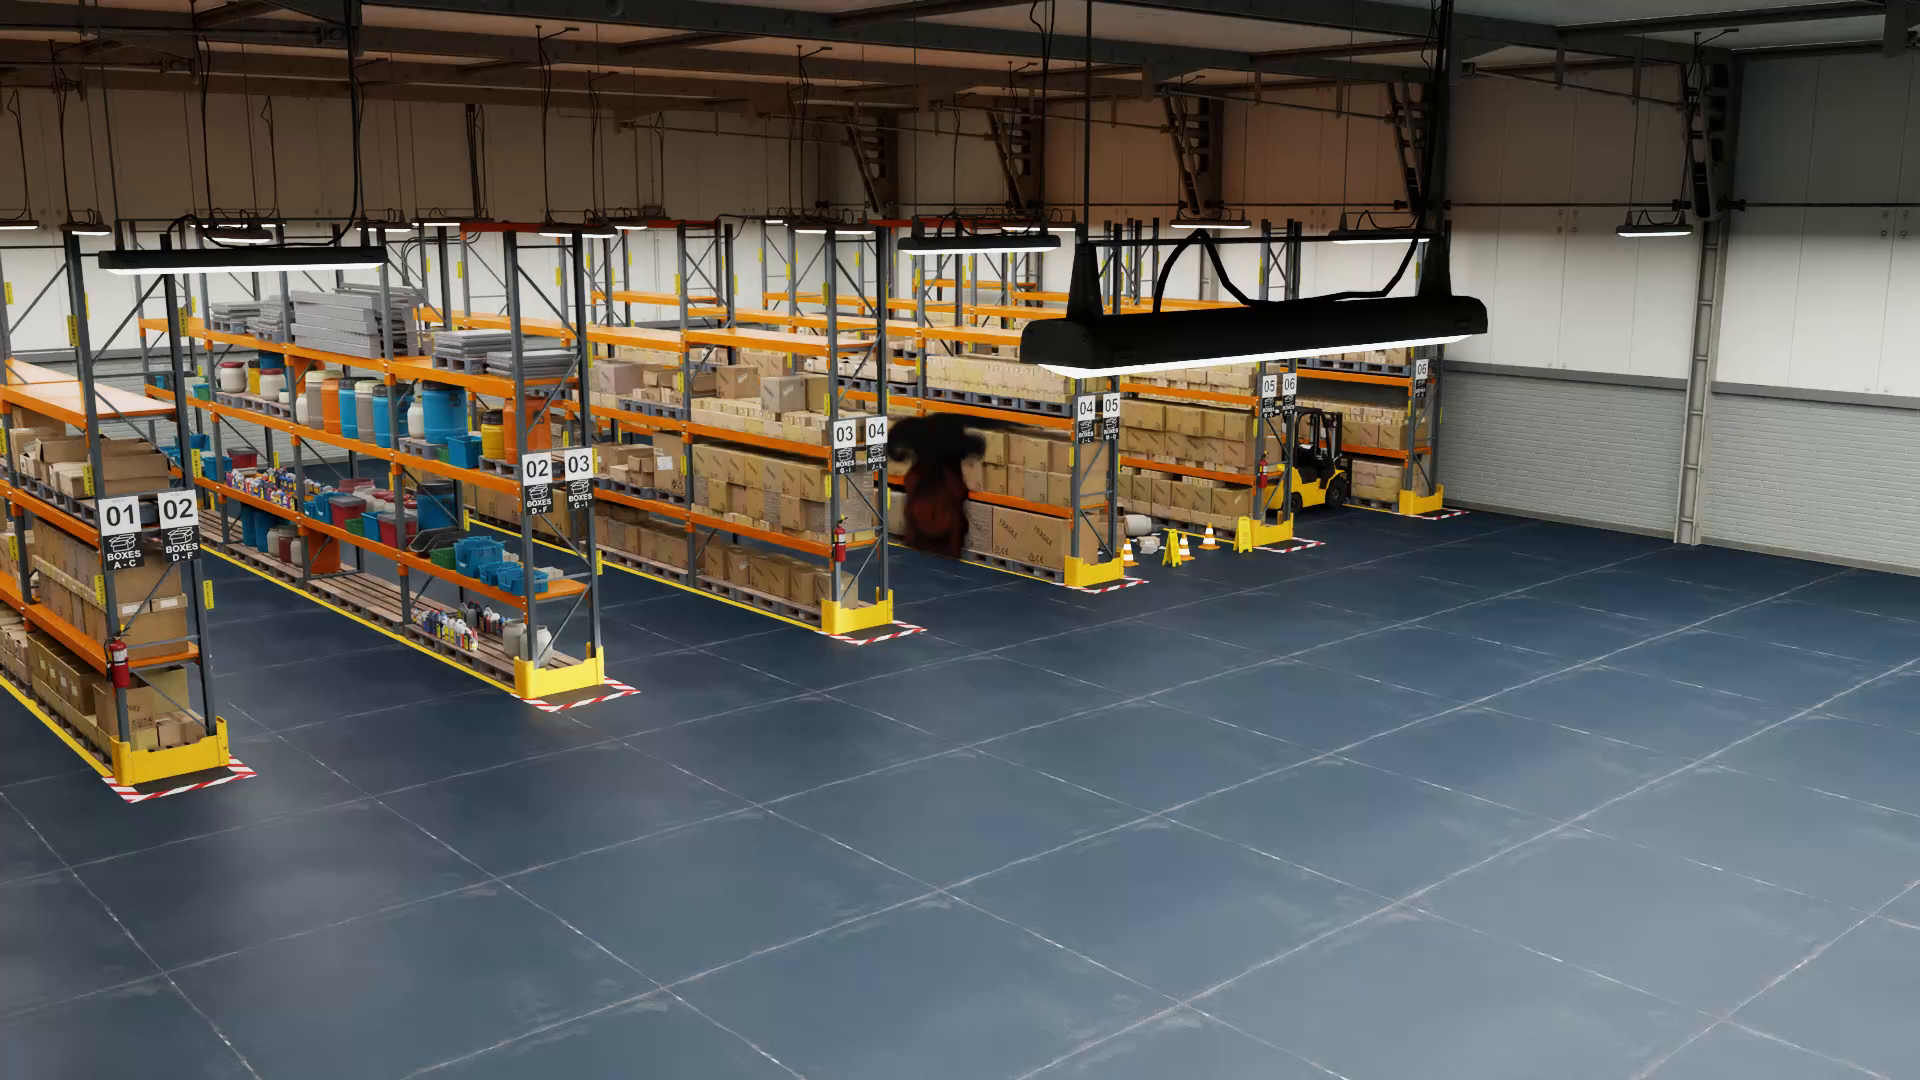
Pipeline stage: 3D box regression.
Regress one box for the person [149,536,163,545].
[{"bbox_3d":[-13.194,0.140,27.441,0.796,1.477,0.543,8,14,36],"label":"person"}]
